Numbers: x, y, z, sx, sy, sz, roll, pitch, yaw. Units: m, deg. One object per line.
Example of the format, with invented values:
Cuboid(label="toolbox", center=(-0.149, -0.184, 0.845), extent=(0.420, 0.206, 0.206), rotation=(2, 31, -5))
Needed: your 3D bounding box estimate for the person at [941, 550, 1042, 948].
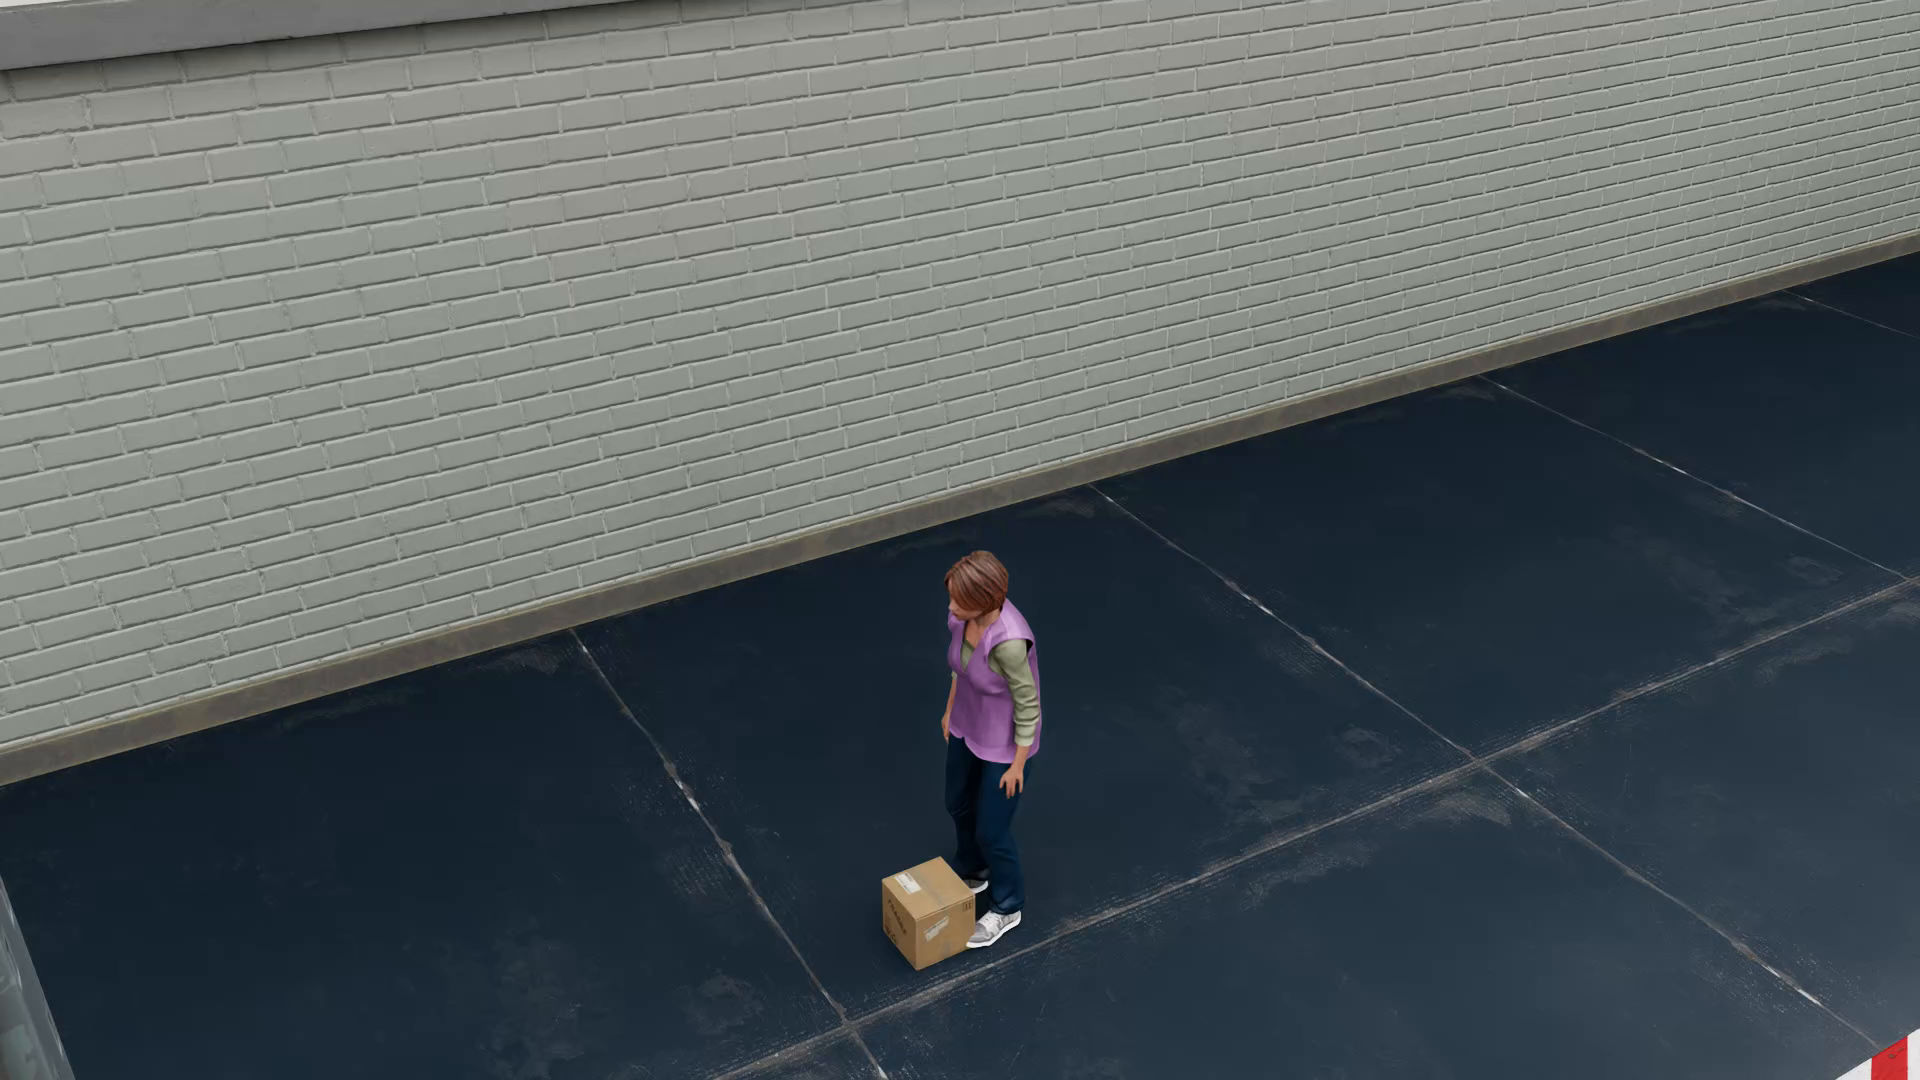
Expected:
Cuboid(label="person", center=(0.092, 0.716, 5.871), extent=(0.347, 1.590, 0.472), rotation=(-18, 34, -28))
